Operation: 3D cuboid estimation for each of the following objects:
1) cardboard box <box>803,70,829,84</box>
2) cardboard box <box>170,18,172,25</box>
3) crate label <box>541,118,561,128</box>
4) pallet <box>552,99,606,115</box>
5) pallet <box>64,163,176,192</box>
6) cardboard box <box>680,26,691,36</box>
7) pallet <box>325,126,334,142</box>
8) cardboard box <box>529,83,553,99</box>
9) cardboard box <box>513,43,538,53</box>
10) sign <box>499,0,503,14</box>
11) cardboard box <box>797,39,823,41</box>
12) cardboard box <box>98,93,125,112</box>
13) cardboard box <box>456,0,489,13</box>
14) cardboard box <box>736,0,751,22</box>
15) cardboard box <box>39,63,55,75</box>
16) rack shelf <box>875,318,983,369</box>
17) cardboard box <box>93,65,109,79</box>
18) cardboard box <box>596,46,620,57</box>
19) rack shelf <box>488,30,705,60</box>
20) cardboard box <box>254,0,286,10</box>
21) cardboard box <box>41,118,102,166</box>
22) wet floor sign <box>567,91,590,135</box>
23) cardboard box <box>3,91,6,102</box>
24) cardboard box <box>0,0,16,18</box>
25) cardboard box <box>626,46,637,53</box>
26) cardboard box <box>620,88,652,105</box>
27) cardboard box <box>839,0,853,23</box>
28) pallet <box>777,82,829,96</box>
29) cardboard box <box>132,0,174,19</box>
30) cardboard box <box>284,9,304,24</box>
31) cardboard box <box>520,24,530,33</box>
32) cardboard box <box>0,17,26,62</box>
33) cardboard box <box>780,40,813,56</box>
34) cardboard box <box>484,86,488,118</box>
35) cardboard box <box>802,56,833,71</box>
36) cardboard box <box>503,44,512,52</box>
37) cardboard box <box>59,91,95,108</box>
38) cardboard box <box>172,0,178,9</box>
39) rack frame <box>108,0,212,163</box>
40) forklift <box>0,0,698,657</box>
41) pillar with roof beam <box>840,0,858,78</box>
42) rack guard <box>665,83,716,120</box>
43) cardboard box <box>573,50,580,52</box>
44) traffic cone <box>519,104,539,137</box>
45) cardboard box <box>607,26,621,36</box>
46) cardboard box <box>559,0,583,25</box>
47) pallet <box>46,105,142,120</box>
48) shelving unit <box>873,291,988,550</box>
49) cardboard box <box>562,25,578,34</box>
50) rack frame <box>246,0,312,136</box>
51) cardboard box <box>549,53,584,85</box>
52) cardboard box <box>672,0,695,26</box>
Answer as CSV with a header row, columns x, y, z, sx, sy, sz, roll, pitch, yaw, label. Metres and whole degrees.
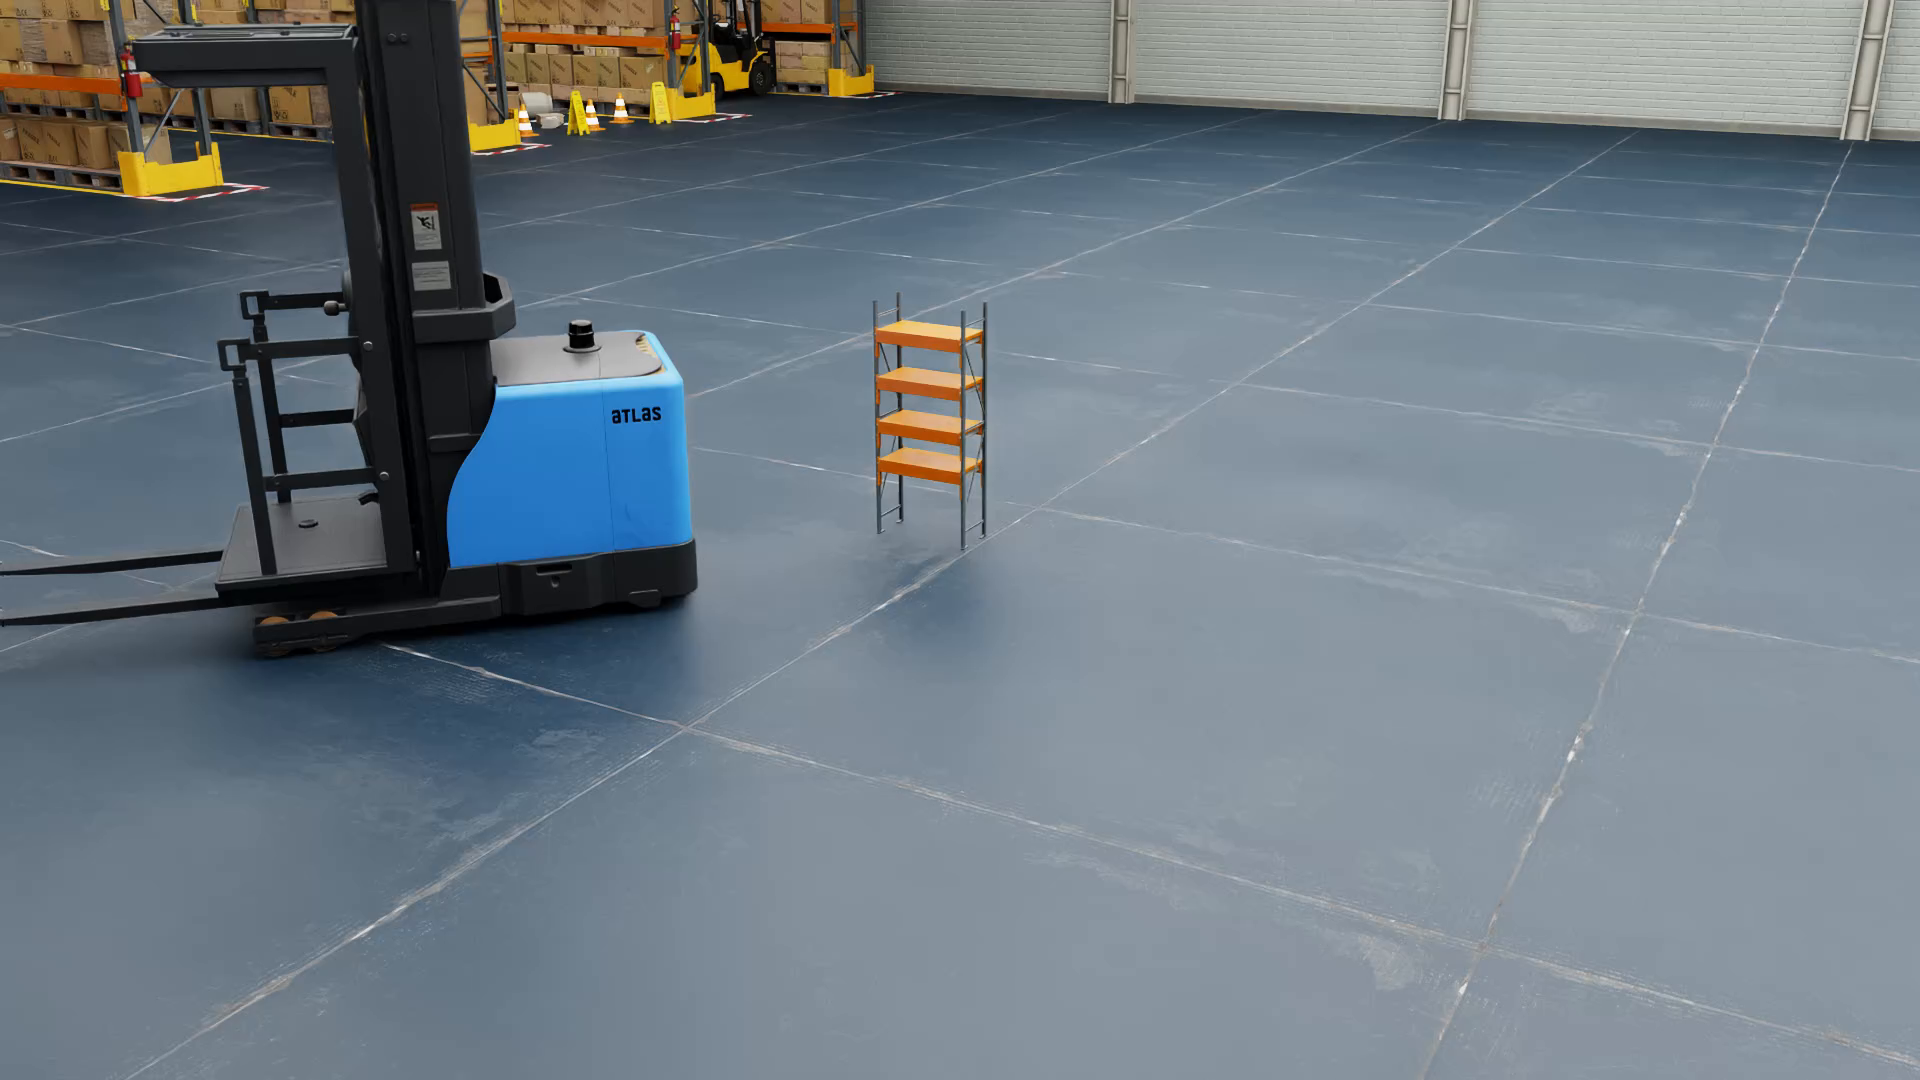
x,y,z,sx,sy,sz,roll,pitch,yaw,label
-2.679,-8.927,31.993,0.500,0.250,0.500,11,23,28,cardboard box
-12.263,-8.041,25.986,0.500,0.500,0.500,11,22,27,cardboard box
-6.498,-6.627,26.433,0.298,0.136,0.250,0,20,-1,crate label
-6.352,-7.610,29.036,1.213,0.211,1.003,11,23,27,pallet
-10.124,-4.457,20.342,1.213,0.211,1.003,11,23,27,pallet
-4.728,-8.560,27.932,0.250,0.149,0.380,11,23,28,cardboard box
-8.656,-6.071,24.793,1.213,0.211,1.003,11,23,27,pallet
-7.170,-7.866,29.067,0.500,0.250,0.500,12,23,30,cardboard box
-7.561,-8.570,28.958,0.250,0.149,0.380,11,23,28,cardboard box
-6.583,-7.678,23.747,0.005,0.325,0.100,11,23,27,sign
-2.880,-9.631,32.468,0.500,0.250,0.500,11,23,27,cardboard box
-13.355,-7.412,27.082,0.750,0.750,1.050,10,22,27,cardboard box
-7.164,-7.721,23.447,0.550,0.550,0.875,11,23,27,cardboard box
-4.013,-10.343,32.334,0.500,0.500,0.500,11,23,28,cardboard box
-10.814,-5.680,19.994,0.250,0.149,0.380,11,23,27,cardboard box
-0.145,-0.961,8.102,0.480,0.148,0.258,11,23,27,rack shelf
-9.933,-5.519,19.550,0.250,0.149,0.380,11,23,27,cardboard box
-5.930,-8.261,28.107,0.250,0.149,0.380,11,23,28,cardboard box
-6.279,-8.554,28.603,4.000,0.370,1.077,11,23,27,rack shelf
-10.045,-8.241,24.882,0.550,0.550,0.875,11,23,27,cardboard box
-10.978,-4.940,20.634,0.500,0.500,0.500,13,24,32,cardboard box
-5.868,-6.547,25.468,0.232,0.644,0.267,7,21,18,wet floor sign
-16.356,-7.798,28.513,0.500,0.500,0.500,12,23,30,cardboard box
-11.273,-6.535,19.934,0.500,0.500,0.500,11,23,27,cardboard box
-6.742,-9.999,34.398,0.625,0.625,0.875,11,22,27,cardboard box
-5.390,-7.523,28.122,0.500,0.250,0.500,11,23,27,cardboard box
-2.412,-10.250,32.077,0.500,0.500,0.500,12,23,29,cardboard box
-2.803,-8.842,32.431,1.213,0.211,1.003,11,23,27,pallet
-9.713,-6.439,19.668,0.500,0.500,0.500,11,23,27,cardboard box
-9.531,-7.663,24.870,0.550,0.550,0.875,11,23,27,cardboard box
-7.413,-8.897,28.863,0.250,0.149,0.380,11,23,27,cardboard box
-11.174,-6.126,20.272,0.500,0.500,0.875,11,23,27,cardboard box
-3.118,-9.480,32.050,0.500,0.250,0.500,11,23,28,cardboard box
-8.121,-7.142,27.116,0.503,0.637,0.797,11,23,27,cardboard box
-2.693,-9.166,31.918,0.500,0.250,0.500,10,22,27,cardboard box
-9.573,-10.397,35.679,0.500,0.500,0.500,12,23,29,cardboard box
-14.545,-7.454,27.564,0.500,0.500,0.500,11,23,27,cardboard box
-12.118,-8.586,26.023,0.500,0.500,0.700,11,22,27,cardboard box
-9.366,-5.610,19.431,0.127,3.000,1.000,11,23,27,rack frame
-2.768,-1.087,7.062,3.031,2.935,1.130,-6,21,-16,forklift
-4.383,-11.961,28.142,0.400,9.000,9.100,11,23,27,pillar with roof beam
-4.599,-7.397,28.025,0.348,0.500,1.175,11,23,27,rack guard
-6.932,-8.380,29.384,0.500,0.500,0.500,11,23,28,cardboard box
-6.630,-6.388,25.296,0.334,0.463,0.336,11,23,27,traffic cone
-5.692,-8.532,27.856,0.250,0.149,0.380,11,23,28,cardboard box
-6.444,-9.014,28.232,0.500,0.500,0.500,11,23,28,cardboard box
-14.524,-7.219,27.958,1.213,0.211,1.003,11,23,27,pallet
-0.145,-0.592,8.236,0.503,1.200,0.258,11,23,27,shelving unit
-6.560,-8.710,28.346,0.250,0.149,0.380,11,23,27,cardboard box
-10.351,-7.735,25.289,0.127,3.000,1.000,11,23,27,rack frame
-6.716,-8.132,28.700,0.500,0.500,0.500,12,23,30,cardboard box
-4.811,-8.908,27.941,0.500,0.500,0.500,10,22,26,cardboard box
